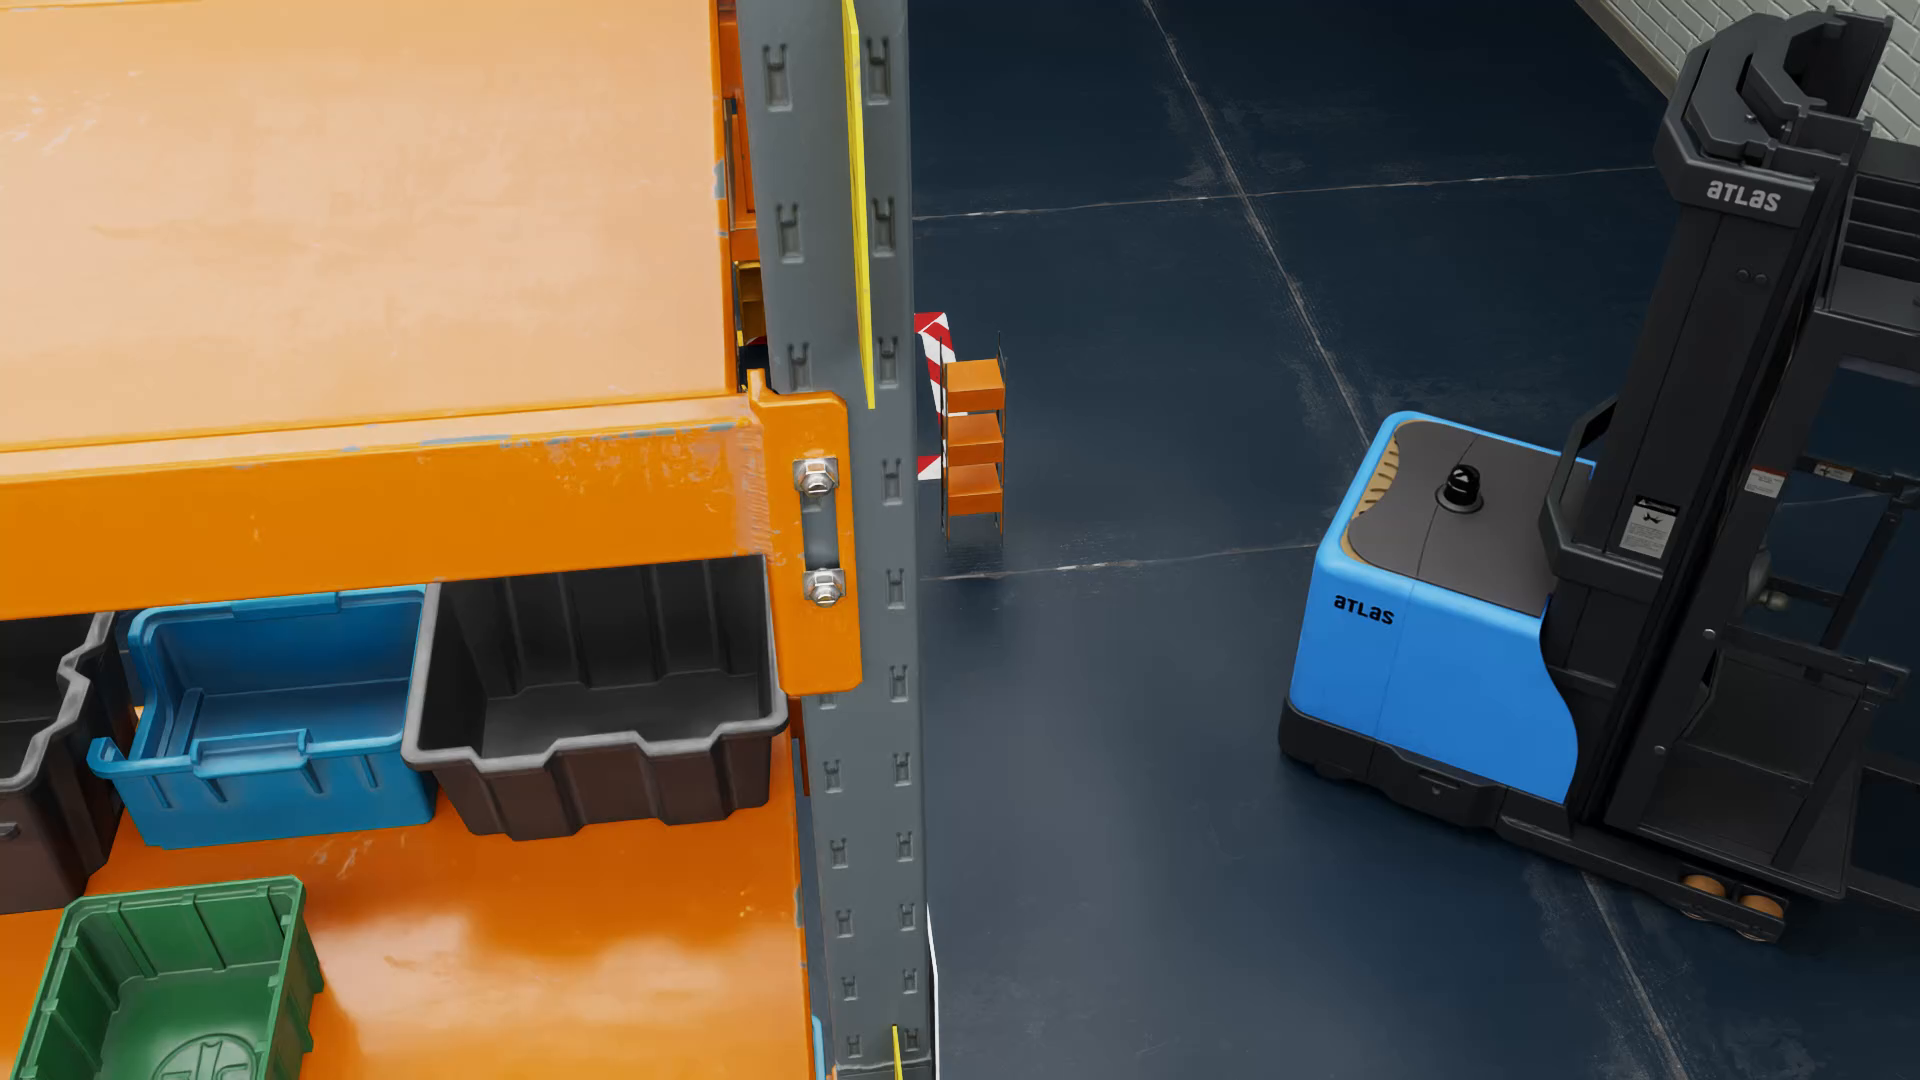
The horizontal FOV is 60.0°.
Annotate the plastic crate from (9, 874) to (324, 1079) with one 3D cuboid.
[{"bbox_3d":[-1.106,0.726,2.339,0.336,0.188,0.450,-5,42,-6],"label":"plastic crate"}]

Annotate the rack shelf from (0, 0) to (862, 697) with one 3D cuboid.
[{"bbox_3d":[-2.148,-0.152,1.751,4.000,0.370,1.077,-5,42,-6],"label":"rack shelf"}]

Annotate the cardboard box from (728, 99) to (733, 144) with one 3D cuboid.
[{"bbox_3d":[-1.278,-1.978,7.343,0.500,0.500,0.500,-4,42,-5],"label":"cardboard box"}]

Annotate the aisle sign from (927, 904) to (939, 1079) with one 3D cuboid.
[{"bbox_3d":[-0.056,0.709,2.499,0.004,0.787,0.394,-5,42,-6],"label":"aisle sign"}]

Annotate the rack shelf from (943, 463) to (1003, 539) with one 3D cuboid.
[{"bbox_3d":[0.053,-0.180,7.312,0.240,0.259,0.215,-5,42,-6],"label":"rack shelf"}]

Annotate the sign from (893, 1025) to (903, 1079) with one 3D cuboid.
[{"bbox_3d":[-0.078,0.775,2.205,0.005,0.325,0.100,-5,42,-6],"label":"sign"}]

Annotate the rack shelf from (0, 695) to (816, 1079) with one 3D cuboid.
[{"bbox_3d":[-2.148,0.813,2.622,4.000,0.370,1.077,-5,42,-6],"label":"rack shelf"}]

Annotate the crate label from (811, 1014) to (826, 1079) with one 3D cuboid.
[{"bbox_3d":[-0.453,1.329,3.833,0.303,0.233,0.416,-5,42,-6],"label":"crate label"}]

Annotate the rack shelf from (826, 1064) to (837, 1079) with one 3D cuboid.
[{"bbox_3d":[-2.148,1.927,3.626,4.000,0.370,1.077,-5,42,-6],"label":"rack shelf"}]

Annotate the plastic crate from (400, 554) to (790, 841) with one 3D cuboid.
[{"bbox_3d":[-0.583,0.269,2.785,0.590,0.269,0.497,-5,42,-6],"label":"plastic crate"}]

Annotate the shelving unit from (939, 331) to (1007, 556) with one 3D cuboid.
[{"bbox_3d":[0.053,-0.394,7.119,0.252,1.050,0.215,-5,42,-6],"label":"shelving unit"}]

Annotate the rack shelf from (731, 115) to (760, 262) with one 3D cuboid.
[{"bbox_3d":[-2.787,-1.363,7.274,4.000,0.370,1.077,-5,42,-6],"label":"rack shelf"}]

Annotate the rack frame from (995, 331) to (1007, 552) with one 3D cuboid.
[{"bbox_3d":[0.174,-0.405,7.130,0.008,1.050,0.200,-5,42,-6],"label":"rack frame"}]

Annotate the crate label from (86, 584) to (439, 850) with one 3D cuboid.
[{"bbox_3d":[-1.122,0.293,2.772,0.502,0.251,0.408,-5,42,-6],"label":"crate label"}]

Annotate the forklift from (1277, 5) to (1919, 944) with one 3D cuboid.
[{"bbox_3d":[2.792,-0.079,5.365,3.031,2.935,1.130,19,45,20],"label":"forklift"}]

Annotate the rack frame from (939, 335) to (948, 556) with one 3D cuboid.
[{"bbox_3d":[-0.068,-0.384,7.107,0.008,1.050,0.200,-5,42,-6],"label":"rack frame"}]

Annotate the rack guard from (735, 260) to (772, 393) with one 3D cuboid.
[{"bbox_3d":[-0.879,-0.869,8.055,0.348,0.500,1.175,-5,42,-6],"label":"rack guard"}]

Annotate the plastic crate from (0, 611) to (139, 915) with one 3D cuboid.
[{"bbox_3d":[-1.716,0.345,2.649,0.767,0.338,0.504,-5,42,-6],"label":"plastic crate"}]

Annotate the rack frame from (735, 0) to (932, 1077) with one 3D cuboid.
[{"bbox_3d":[-0.165,-0.742,1.569,0.127,3.000,1.000,-5,42,-6],"label":"rack frame"}]

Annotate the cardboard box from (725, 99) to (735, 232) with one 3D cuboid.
[{"bbox_3d":[-1.212,-1.621,6.949,0.500,0.500,0.500,-4,42,-4],"label":"cardboard box"}]

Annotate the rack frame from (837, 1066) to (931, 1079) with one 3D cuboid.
[{"bbox_3d":[-0.165,1.486,3.578,0.127,3.000,1.000,-5,42,-6],"label":"rack frame"}]

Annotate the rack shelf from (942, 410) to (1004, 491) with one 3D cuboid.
[{"bbox_3d":[0.053,-0.387,7.126,0.240,0.259,0.215,-5,42,-6],"label":"rack shelf"}]

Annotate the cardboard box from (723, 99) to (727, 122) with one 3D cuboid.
[{"bbox_3d":[-1.209,-1.991,6.612,0.500,0.500,0.500,-5,42,-6],"label":"cardboard box"}]

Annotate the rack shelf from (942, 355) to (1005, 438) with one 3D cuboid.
[{"bbox_3d":[0.053,-0.597,6.936,0.240,0.259,0.215,-5,42,-6],"label":"rack shelf"}]

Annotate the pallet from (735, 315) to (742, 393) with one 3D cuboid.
[{"bbox_3d":[-1.669,-0.692,8.075,1.213,0.211,1.003,-5,42,-6],"label":"pallet"}]

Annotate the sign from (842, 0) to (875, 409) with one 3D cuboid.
[{"bbox_3d":[-0.078,-0.258,1.273,0.005,0.325,0.100,-5,42,-6],"label":"sign"}]
